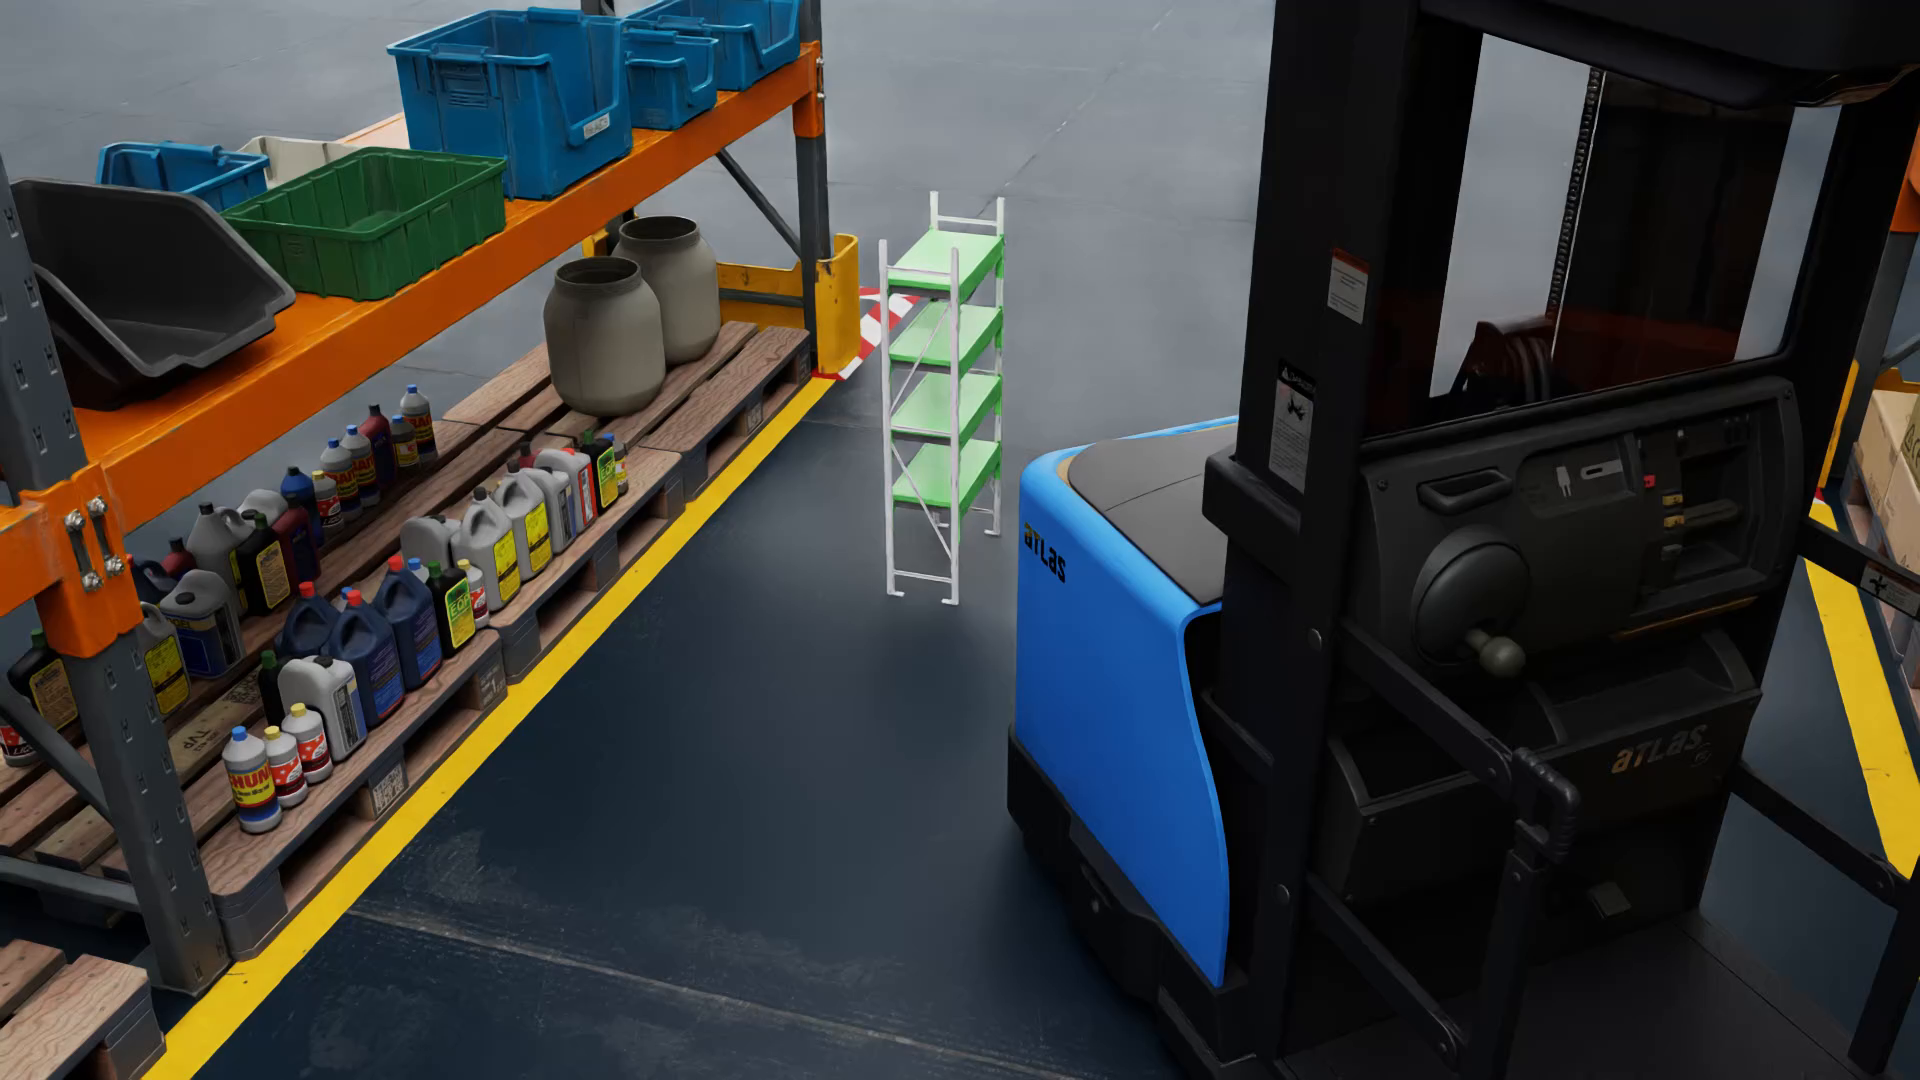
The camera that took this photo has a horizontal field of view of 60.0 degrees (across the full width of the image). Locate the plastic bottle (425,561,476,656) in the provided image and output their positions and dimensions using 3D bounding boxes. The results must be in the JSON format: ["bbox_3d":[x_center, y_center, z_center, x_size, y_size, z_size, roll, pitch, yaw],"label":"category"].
[{"bbox_3d":[-1.442,0.173,4.695,0.061,0.283,0.133,10,31,17],"label":"plastic bottle"}]

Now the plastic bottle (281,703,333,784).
[{"bbox_3d":[-1.647,0.503,4.186,0.097,0.201,0.097,0,29,0],"label":"plastic bottle"}]

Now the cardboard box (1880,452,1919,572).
[{"bbox_3d":[3.175,-0.029,5.114,0.500,0.250,0.500,8,30,15],"label":"cardboard box"}]

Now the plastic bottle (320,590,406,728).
[{"bbox_3d":[-1.586,0.302,4.394,0.144,0.351,0.185,9,30,16],"label":"plastic bottle"}]

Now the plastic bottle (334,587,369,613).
[{"bbox_3d":[-1.659,0.252,4.565,0.097,0.271,0.097,0,29,0],"label":"plastic bottle"}]

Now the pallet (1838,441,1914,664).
[{"bbox_3d":[3.504,0.082,5.385,1.003,0.211,1.213,8,30,15],"label":"pallet"}]

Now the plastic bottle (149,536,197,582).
[{"bbox_3d":[-2.242,0.136,4.761,0.061,0.283,0.133,11,31,18],"label":"plastic bottle"}]

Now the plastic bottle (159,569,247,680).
[{"bbox_3d":[-2.101,0.230,4.599,0.152,0.276,0.135,8,30,15],"label":"plastic bottle"}]

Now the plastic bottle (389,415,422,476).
[{"bbox_3d":[-1.906,-0.329,5.683,0.097,0.201,0.097,0,29,0],"label":"plastic bottle"}]

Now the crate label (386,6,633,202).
[{"bbox_3d":[-1.327,-1.328,5.015,0.502,0.435,0.616,8,30,15],"label":"crate label"}]

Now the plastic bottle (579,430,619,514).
[{"bbox_3d":[-1.183,-0.239,5.435,0.061,0.283,0.133,9,30,16],"label":"plastic bottle"}]

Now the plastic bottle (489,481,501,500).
[{"bbox_3d":[-1.431,-0.091,5.254,0.097,0.201,0.097,0,29,0],"label":"plastic bottle"}]

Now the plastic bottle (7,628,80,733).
[{"bbox_3d":[-2.394,0.377,4.329,0.061,0.283,0.133,10,31,17],"label":"plastic bottle"}]

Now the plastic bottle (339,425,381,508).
[{"bbox_3d":[-1.976,-0.249,5.466,0.097,0.271,0.097,0,29,0],"label":"plastic bottle"}]

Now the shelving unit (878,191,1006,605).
[{"bbox_3d":[-0.049,-0.447,5.320,0.258,1.200,0.503,8,30,15],"label":"shelving unit"}]

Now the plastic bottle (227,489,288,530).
[{"bbox_3d":[-2.104,-0.004,5.021,0.152,0.276,0.135,9,30,16],"label":"plastic bottle"}]

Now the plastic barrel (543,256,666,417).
[{"bbox_3d":[-1.313,-0.753,6.145,0.421,0.512,0.421,0,29,0],"label":"plastic barrel"}]

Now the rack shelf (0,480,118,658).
[{"bbox_3d":[-2.807,0.896,1.793,1.077,0.370,4.000,8,30,15],"label":"rack shelf"}]

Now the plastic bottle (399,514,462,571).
[{"bbox_3d":[-1.555,0.040,4.942,0.152,0.276,0.135,8,30,15],"label":"plastic bottle"}]

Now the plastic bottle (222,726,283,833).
[{"bbox_3d":[-1.707,0.567,3.999,0.097,0.271,0.097,0,29,0],"label":"plastic bottle"}]

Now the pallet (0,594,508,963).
[{"bbox_3d":[-1.983,0.565,4.517,1.003,0.211,1.213,8,30,15],"label":"pallet"}]

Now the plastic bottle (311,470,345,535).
[{"bbox_3d":[-2.035,-0.126,5.316,0.097,0.201,0.097,0,29,0],"label":"plastic bottle"}]

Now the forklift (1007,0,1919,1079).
[{"bbox_3d":[1.180,0.021,2.696,1.130,2.935,3.031,-12,31,-21],"label":"forklift"}]

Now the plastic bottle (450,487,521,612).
[{"bbox_3d":[-1.406,0.017,4.907,0.144,0.351,0.185,8,30,14],"label":"plastic bottle"}]

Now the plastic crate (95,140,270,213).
[{"bbox_3d":[-2.154,-0.835,4.319,0.499,0.251,0.616,8,30,15],"label":"plastic crate"}]

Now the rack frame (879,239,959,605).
[{"bbox_3d":[-0.120,-0.334,5.116,0.240,1.200,0.015,8,30,15],"label":"rack frame"}]

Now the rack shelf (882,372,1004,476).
[{"bbox_3d":[-0.049,-0.392,5.351,0.258,0.148,0.480,8,30,15],"label":"rack shelf"}]

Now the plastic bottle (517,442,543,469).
[{"bbox_3d":[-1.368,-0.197,5.360,0.061,0.283,0.133,8,30,15],"label":"plastic bottle"}]

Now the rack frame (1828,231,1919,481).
[{"bbox_3d":[3.688,-1.498,5.357,1.000,3.000,0.127,8,30,15],"label":"rack frame"}]

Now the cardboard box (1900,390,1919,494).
[{"bbox_3d":[3.173,-0.357,4.932,0.500,0.500,0.500,8,30,15],"label":"cardboard box"}]

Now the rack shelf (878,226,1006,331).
[{"bbox_3d":[-0.049,-0.811,5.118,0.258,0.148,0.480,8,30,15],"label":"rack shelf"}]

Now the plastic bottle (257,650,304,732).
[{"bbox_3d":[-1.740,0.393,4.300,0.061,0.283,0.133,8,30,15],"label":"plastic bottle"}]

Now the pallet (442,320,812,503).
[{"bbox_3d":[-1.267,-0.569,6.556,1.003,0.211,1.213,8,30,15],"label":"pallet"}]

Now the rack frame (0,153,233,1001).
[{"bbox_3d":[-2.220,-0.347,3.289,1.000,3.000,0.127,8,30,15],"label":"rack frame"}]

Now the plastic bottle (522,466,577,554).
[{"bbox_3d":[-1.307,-0.115,5.220,0.152,0.276,0.135,8,30,13],"label":"plastic bottle"}]

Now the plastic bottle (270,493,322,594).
[{"bbox_3d":[-2.002,0.008,4.992,0.061,0.283,0.133,8,30,15],"label":"plastic bottle"}]

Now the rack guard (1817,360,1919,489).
[{"bbox_3d":[3.695,-0.417,5.985,1.175,0.500,0.348,8,30,15],"label":"rack guard"}]

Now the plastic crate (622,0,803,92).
[{"bbox_3d":[-0.907,-1.866,6.172,0.499,0.251,0.616,8,30,15],"label":"plastic crate"}]
